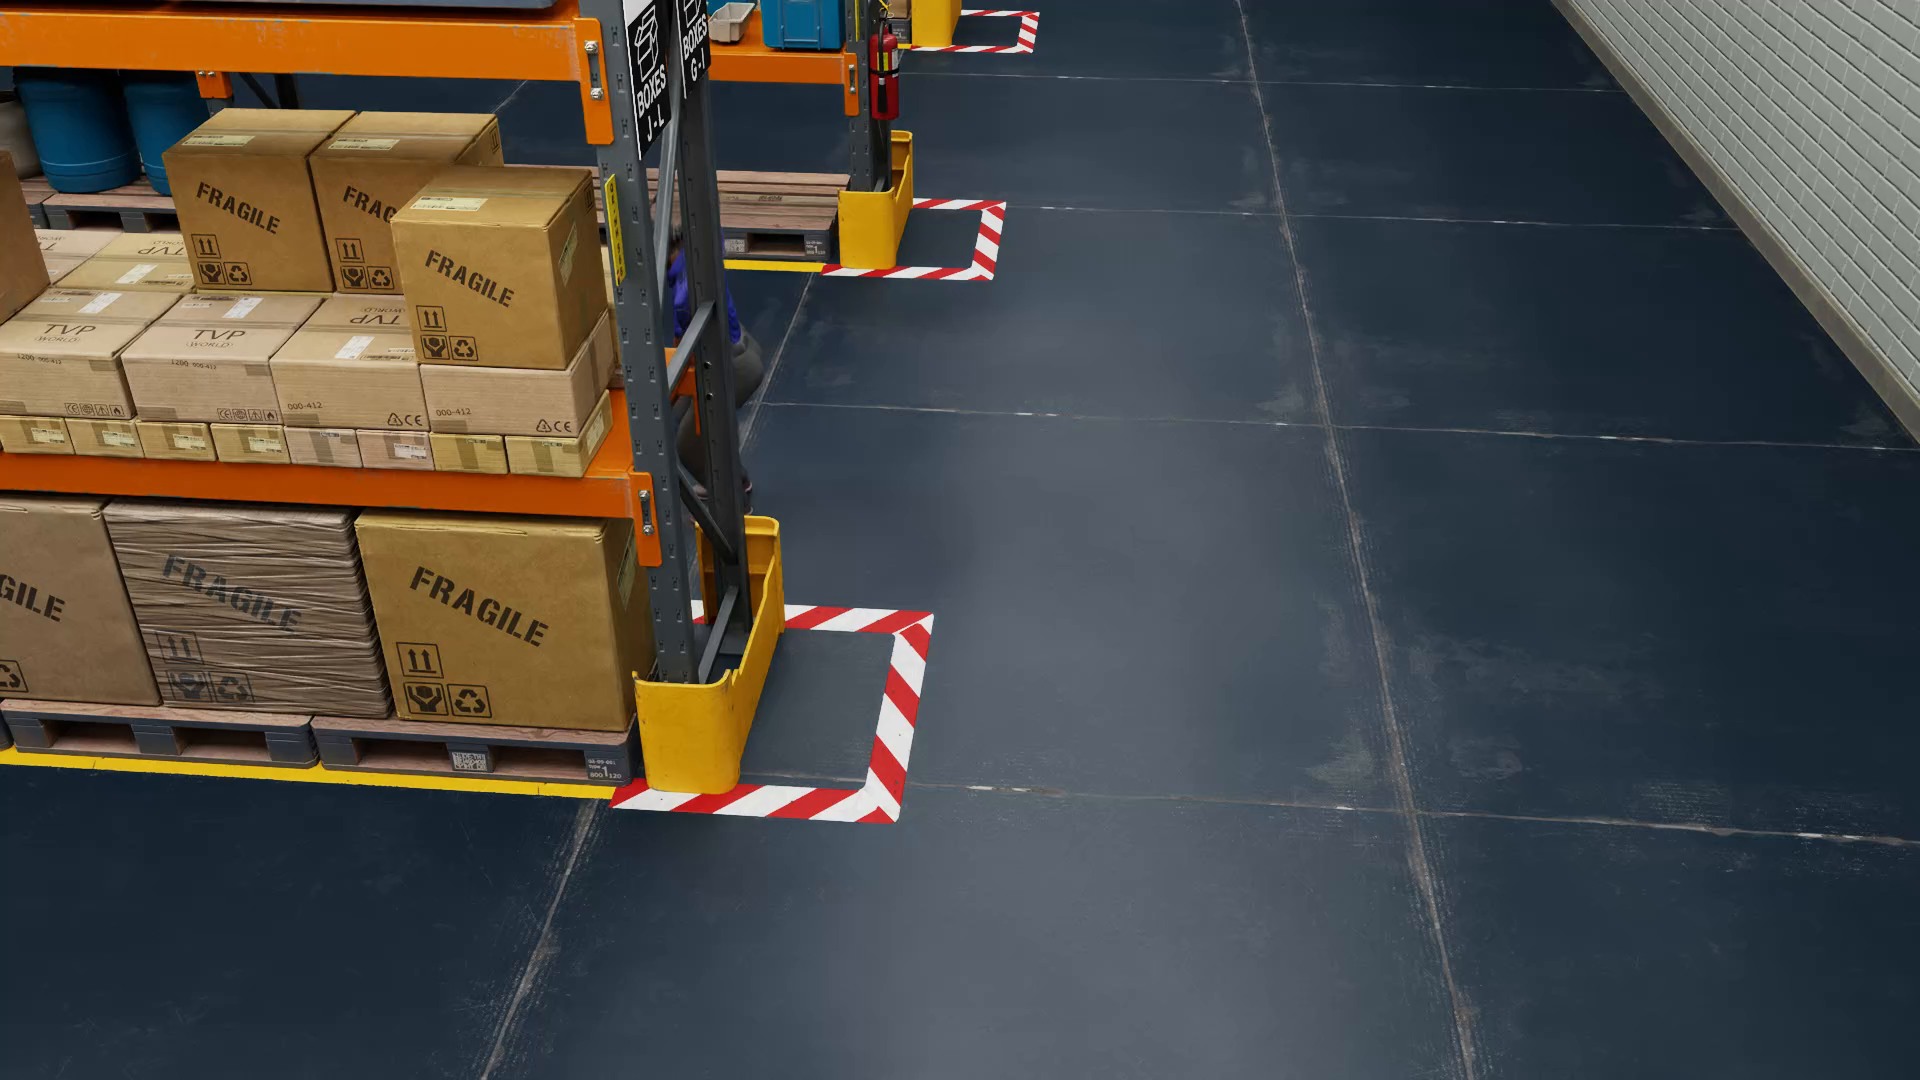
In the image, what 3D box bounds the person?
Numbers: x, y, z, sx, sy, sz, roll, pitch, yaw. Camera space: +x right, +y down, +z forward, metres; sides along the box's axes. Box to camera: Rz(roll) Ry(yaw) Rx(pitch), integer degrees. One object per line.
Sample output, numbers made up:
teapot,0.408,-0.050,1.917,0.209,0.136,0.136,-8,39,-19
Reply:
person,-1.164,-0.753,7.534,0.556,1.465,0.489,-5,32,-7
